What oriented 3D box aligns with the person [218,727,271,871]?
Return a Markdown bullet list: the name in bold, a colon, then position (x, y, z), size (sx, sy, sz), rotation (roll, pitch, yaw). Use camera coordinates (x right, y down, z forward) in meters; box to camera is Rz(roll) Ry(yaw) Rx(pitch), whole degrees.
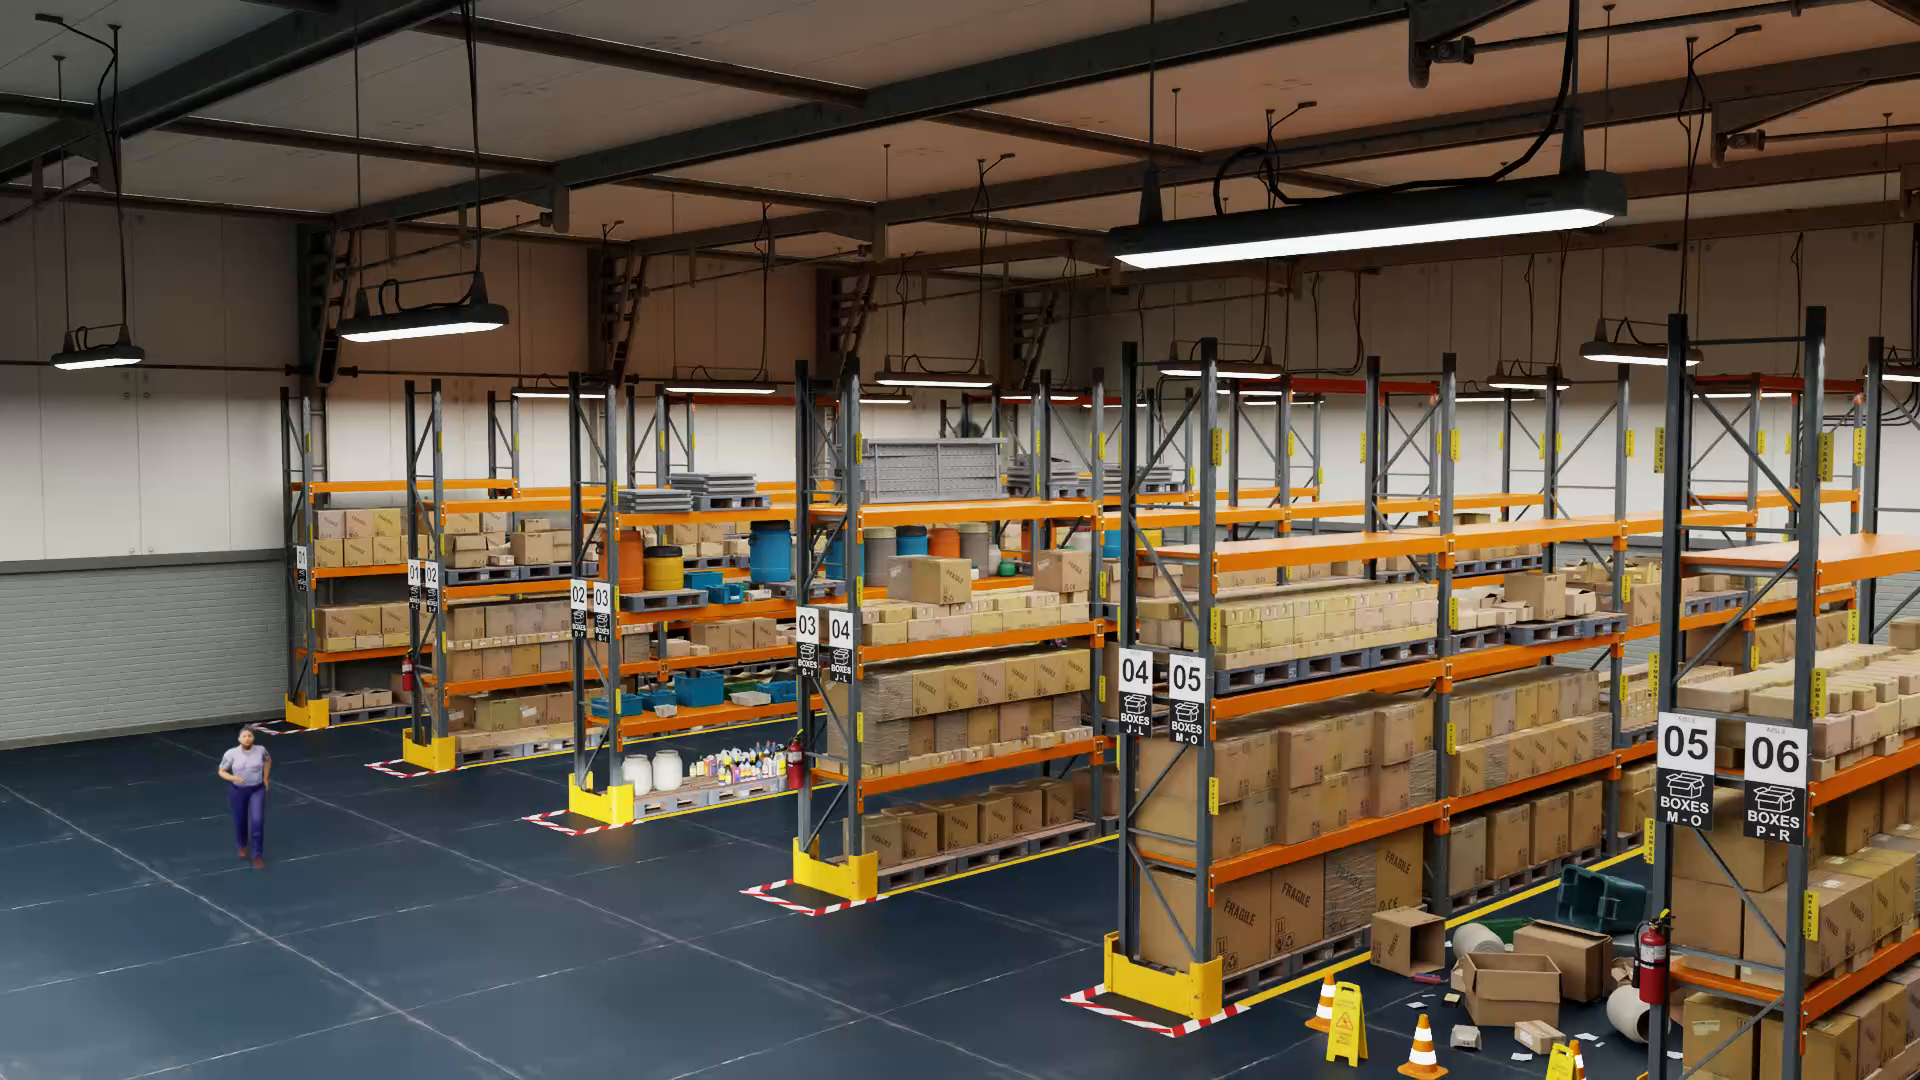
- **person**: position (-8.562, 3.080, 19.944), size (0.594, 1.675, 0.822), rotation (-2, 4, -25)
